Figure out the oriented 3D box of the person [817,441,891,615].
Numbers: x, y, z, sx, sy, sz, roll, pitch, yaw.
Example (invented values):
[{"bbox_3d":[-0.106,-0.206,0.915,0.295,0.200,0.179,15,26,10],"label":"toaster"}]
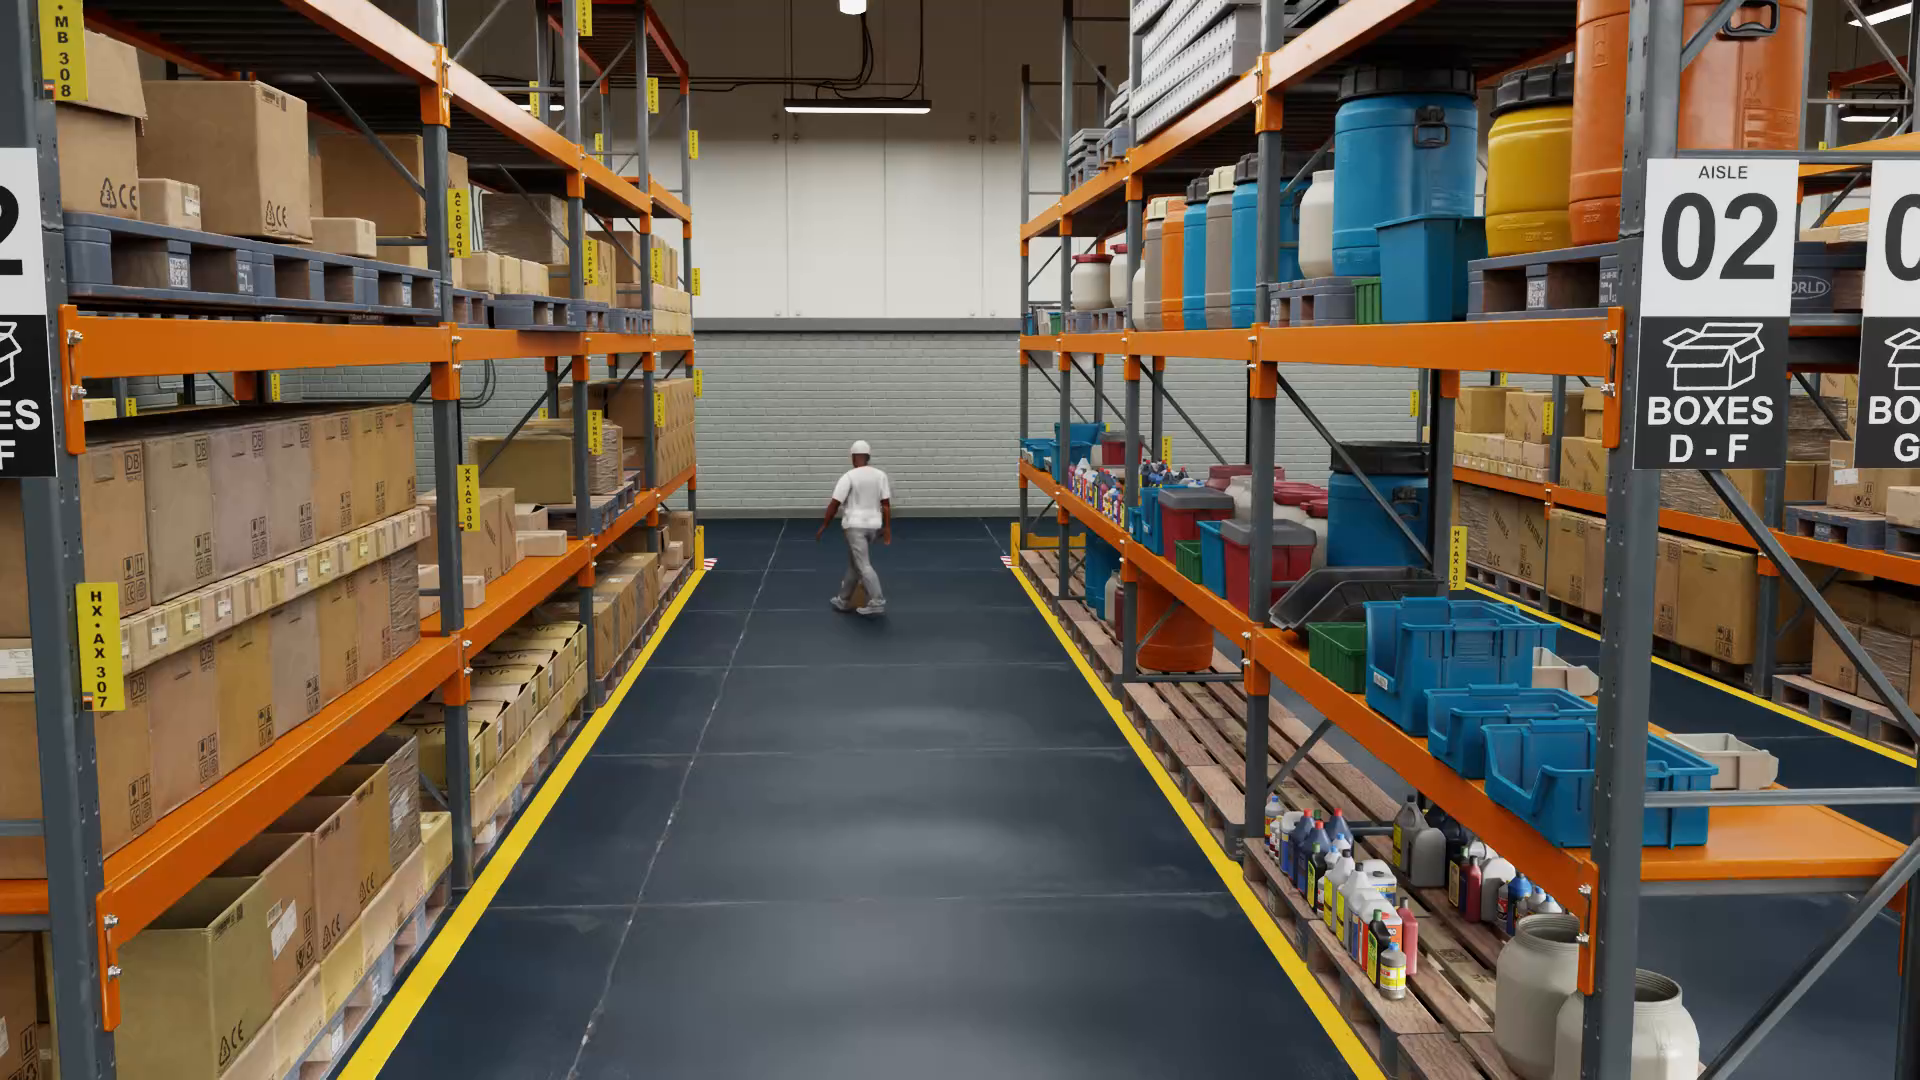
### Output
[{"bbox_3d":[-1.065,-0.124,16.685,0.666,1.742,0.908,-6,9,-41],"label":"person"}]
